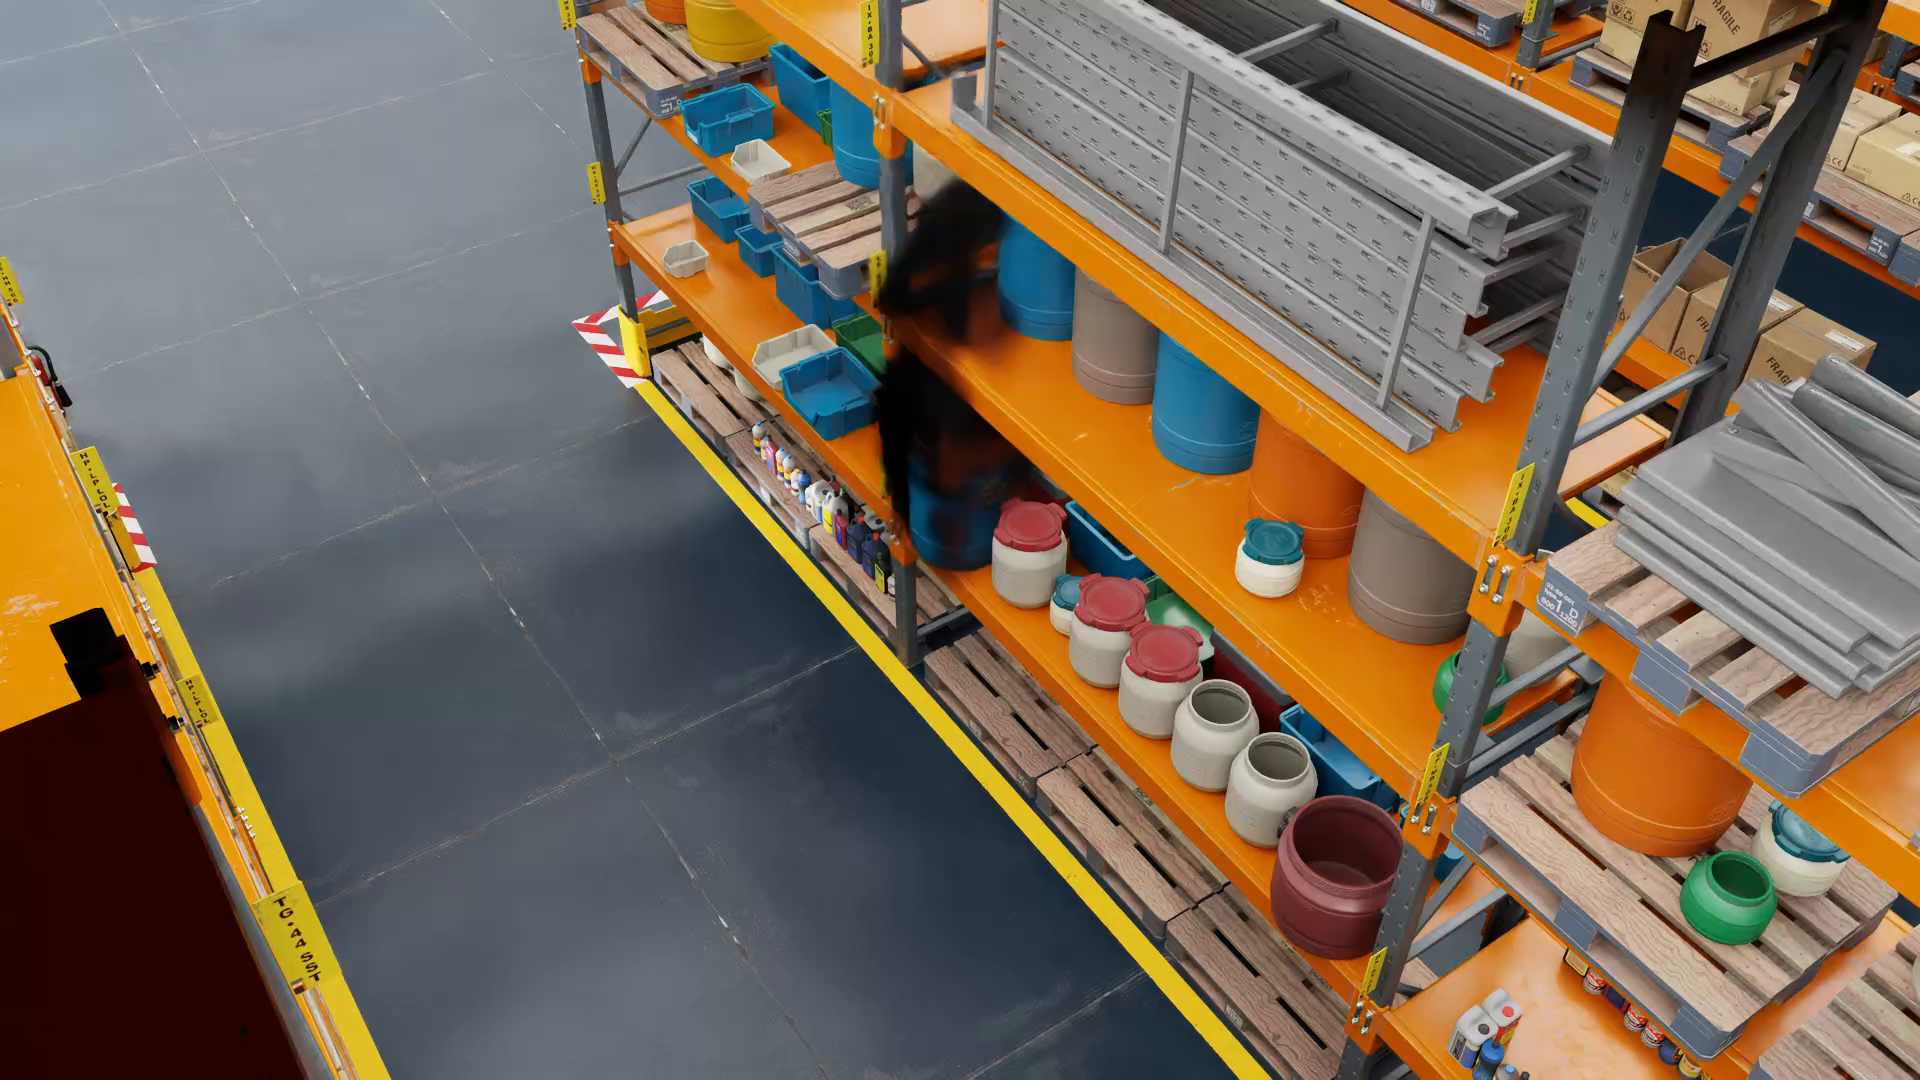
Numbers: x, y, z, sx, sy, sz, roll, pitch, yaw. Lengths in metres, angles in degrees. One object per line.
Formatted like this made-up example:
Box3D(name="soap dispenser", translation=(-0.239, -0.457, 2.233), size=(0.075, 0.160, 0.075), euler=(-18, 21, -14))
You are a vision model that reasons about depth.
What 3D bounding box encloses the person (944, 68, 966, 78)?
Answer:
Box3D(name="person", translation=(-0.335, -4.857, 15.793), size=(0.919, 1.737, 0.586), euler=(-3, 43, -3))
